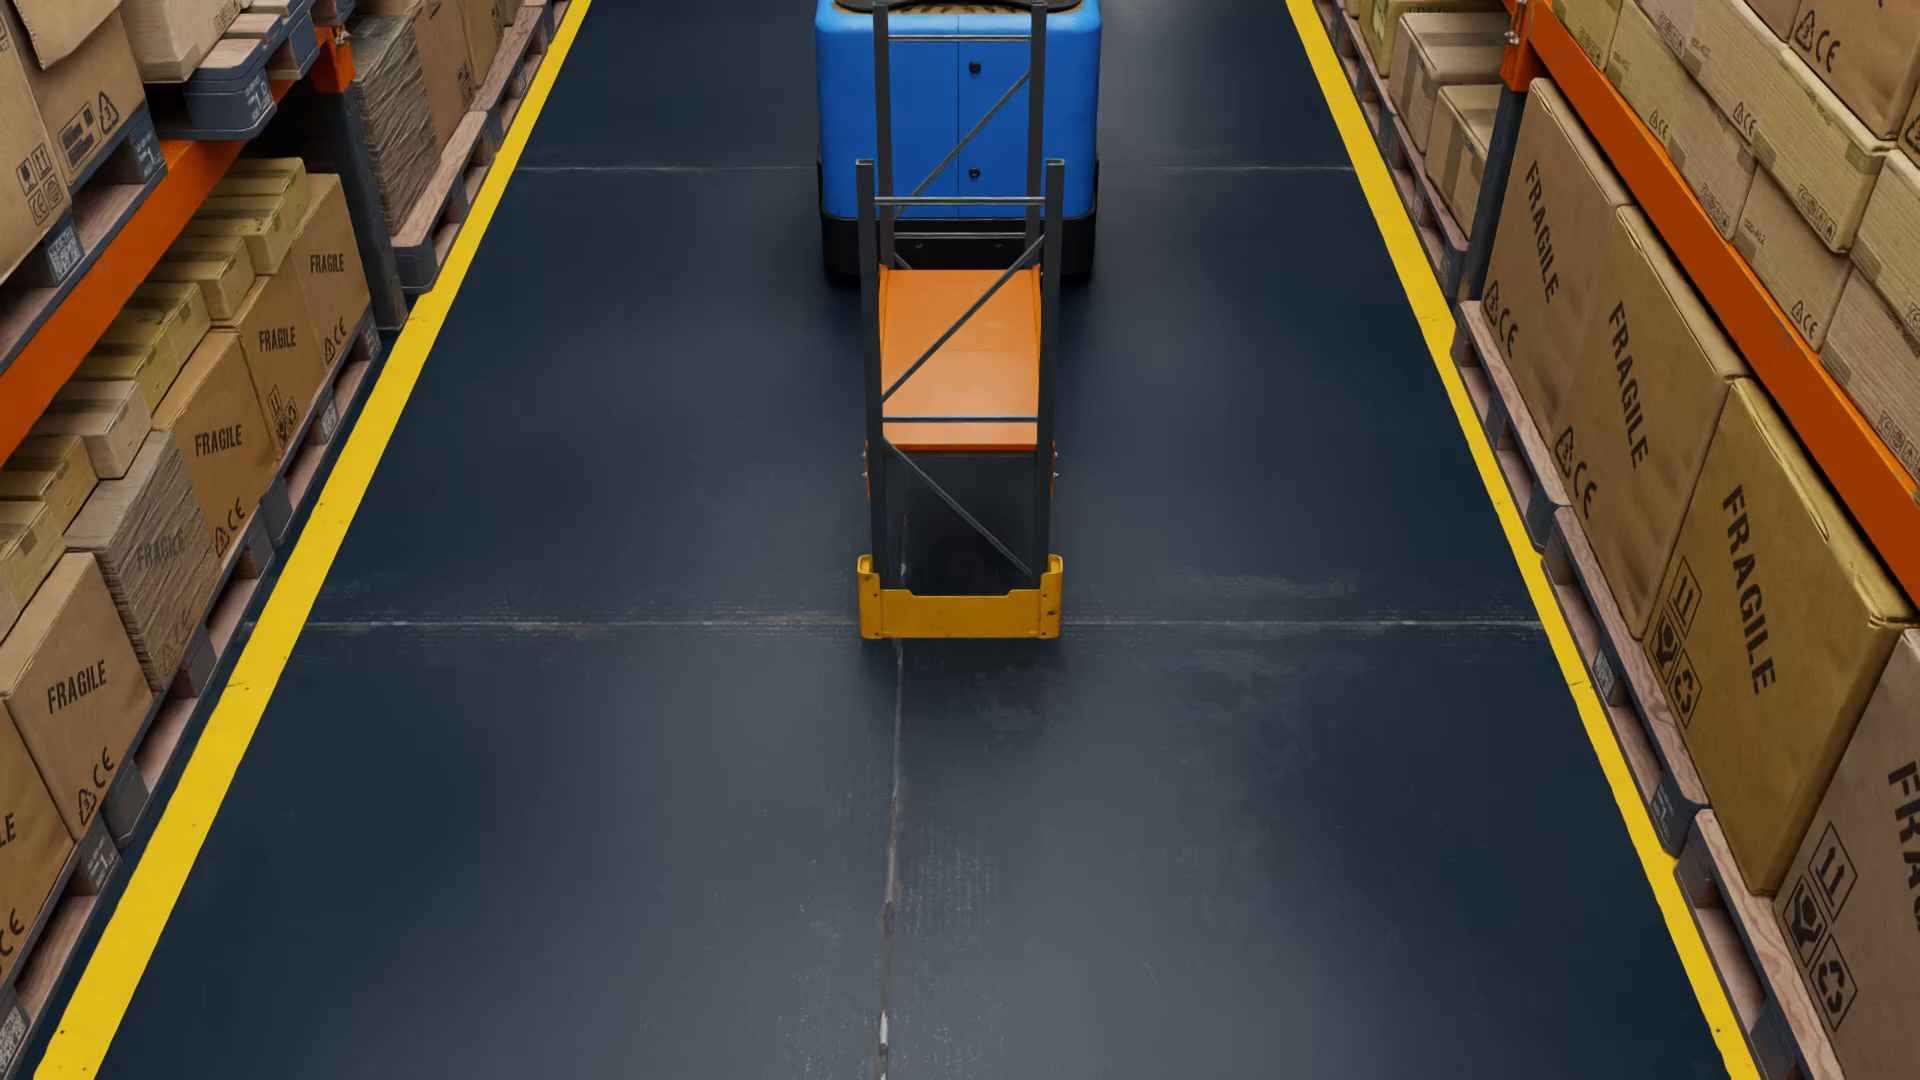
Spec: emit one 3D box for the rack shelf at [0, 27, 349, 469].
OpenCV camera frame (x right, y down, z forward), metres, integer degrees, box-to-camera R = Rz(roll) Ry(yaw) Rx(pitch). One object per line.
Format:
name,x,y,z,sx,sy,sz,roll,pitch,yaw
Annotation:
rack shelf,-2.589,-0.451,3.990,1.077,0.370,4.000,0,39,0

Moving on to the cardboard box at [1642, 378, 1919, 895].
cardboard box,2.288,0.226,3.933,0.875,0.875,0.875,1,39,1

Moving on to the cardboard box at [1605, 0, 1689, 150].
cardboard box,2.140,-1.303,4.597,0.500,0.250,0.500,-1,39,-1

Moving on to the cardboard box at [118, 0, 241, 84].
cardboard box,-2.266,-1.428,4.418,0.500,0.250,0.500,-2,39,-2

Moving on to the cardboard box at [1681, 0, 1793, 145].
cardboard box,2.114,-1.173,4.035,0.500,0.250,0.500,0,39,0

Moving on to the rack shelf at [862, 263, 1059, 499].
rack shelf,0.000,-0.498,4.960,0.538,0.185,1.000,0,39,0

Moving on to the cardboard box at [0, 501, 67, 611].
cardboard box,-2.385,0.036,3.950,0.380,0.149,0.250,1,39,2

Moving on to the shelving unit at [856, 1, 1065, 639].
shelving unit,0.000,-0.633,4.840,0.587,1.500,1.083,0,39,0

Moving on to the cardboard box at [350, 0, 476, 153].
cardboard box,-2.587,-2.018,6.933,0.875,0.625,0.625,1,39,1

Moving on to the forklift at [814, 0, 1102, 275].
forklift,-0.011,-3.054,6.718,1.130,2.935,3.031,0,39,0

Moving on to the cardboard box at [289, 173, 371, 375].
cardboard box,-2.376,-0.907,5.646,0.500,0.500,0.500,1,39,1

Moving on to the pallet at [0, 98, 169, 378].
pallet,-2.584,-0.691,3.868,1.003,0.211,1.213,0,39,0

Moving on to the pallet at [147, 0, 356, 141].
pallet,-2.520,-1.484,4.856,1.213,0.211,1.003,0,39,0

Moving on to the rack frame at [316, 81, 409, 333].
rack frame,-2.591,-1.983,5.325,1.000,3.000,0.127,0,39,0

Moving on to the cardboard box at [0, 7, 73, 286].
cardboard box,-2.365,-0.801,3.436,0.700,0.500,0.500,0,39,0

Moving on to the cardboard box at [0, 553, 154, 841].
cardboard box,-2.369,0.383,4.037,0.500,0.500,0.500,-1,39,-1

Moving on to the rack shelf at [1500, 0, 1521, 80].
rack shelf,2.370,-2.958,7.118,1.077,0.370,4.000,0,39,0

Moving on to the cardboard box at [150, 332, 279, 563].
cardboard box,-2.382,-0.266,4.847,0.500,0.500,0.500,2,39,2

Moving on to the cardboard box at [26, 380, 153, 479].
cardboard box,-2.364,-0.286,4.353,0.380,0.149,0.250,-2,39,-2

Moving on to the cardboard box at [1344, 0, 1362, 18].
cardboard box,2.375,-2.851,8.174,0.950,0.372,0.625,2,39,3

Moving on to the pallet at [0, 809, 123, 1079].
pallet,-2.625,1.098,3.711,1.003,0.211,1.213,0,39,0

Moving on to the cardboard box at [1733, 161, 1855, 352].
cardboard box,2.139,-0.666,3.802,0.500,0.250,0.500,0,39,0

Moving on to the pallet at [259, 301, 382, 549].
pallet,-2.628,-0.427,5.615,1.003,0.211,1.213,0,39,0

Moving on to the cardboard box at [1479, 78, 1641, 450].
cardboard box,2.290,-0.891,5.327,0.875,0.875,0.875,0,39,0

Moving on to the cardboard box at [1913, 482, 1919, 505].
cardboard box,2.125,-0.027,3.005,0.500,0.250,0.500,-1,39,-1

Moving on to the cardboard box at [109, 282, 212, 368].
cardboard box,-2.395,-0.615,4.763,0.380,0.149,0.250,1,39,1

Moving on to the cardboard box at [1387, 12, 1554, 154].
cardboard box,2.373,-1.942,7.040,0.950,0.372,0.625,-1,39,-1

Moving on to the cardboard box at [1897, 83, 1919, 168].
cardboard box,2.137,-0.836,3.015,0.500,0.500,0.500,1,39,1

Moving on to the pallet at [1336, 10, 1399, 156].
pallet,2.375,-2.150,7.764,1.003,0.211,1.213,0,39,0

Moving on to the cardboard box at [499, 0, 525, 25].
cardboard box,-2.591,-2.910,8.045,0.875,0.625,0.625,0,39,0

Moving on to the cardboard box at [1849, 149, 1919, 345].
cardboard box,2.119,-0.536,3.240,0.500,0.250,0.500,1,39,1

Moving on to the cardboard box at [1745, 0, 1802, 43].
cardboard box,2.124,-1.475,3.813,0.500,0.500,0.500,1,39,1

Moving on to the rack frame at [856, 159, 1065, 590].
rack frame,0.000,-0.321,4.451,0.500,1.500,0.032,0,39,0

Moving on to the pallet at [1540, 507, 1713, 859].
pallet,2.297,0.354,4.640,1.003,0.211,1.213,0,39,0

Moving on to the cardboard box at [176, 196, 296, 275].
cardboard box,-2.306,-0.945,5.175,0.380,0.149,0.250,-2,39,-2

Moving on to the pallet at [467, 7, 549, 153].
pallet,-2.551,-2.170,7.789,1.003,0.211,1.213,0,39,0
